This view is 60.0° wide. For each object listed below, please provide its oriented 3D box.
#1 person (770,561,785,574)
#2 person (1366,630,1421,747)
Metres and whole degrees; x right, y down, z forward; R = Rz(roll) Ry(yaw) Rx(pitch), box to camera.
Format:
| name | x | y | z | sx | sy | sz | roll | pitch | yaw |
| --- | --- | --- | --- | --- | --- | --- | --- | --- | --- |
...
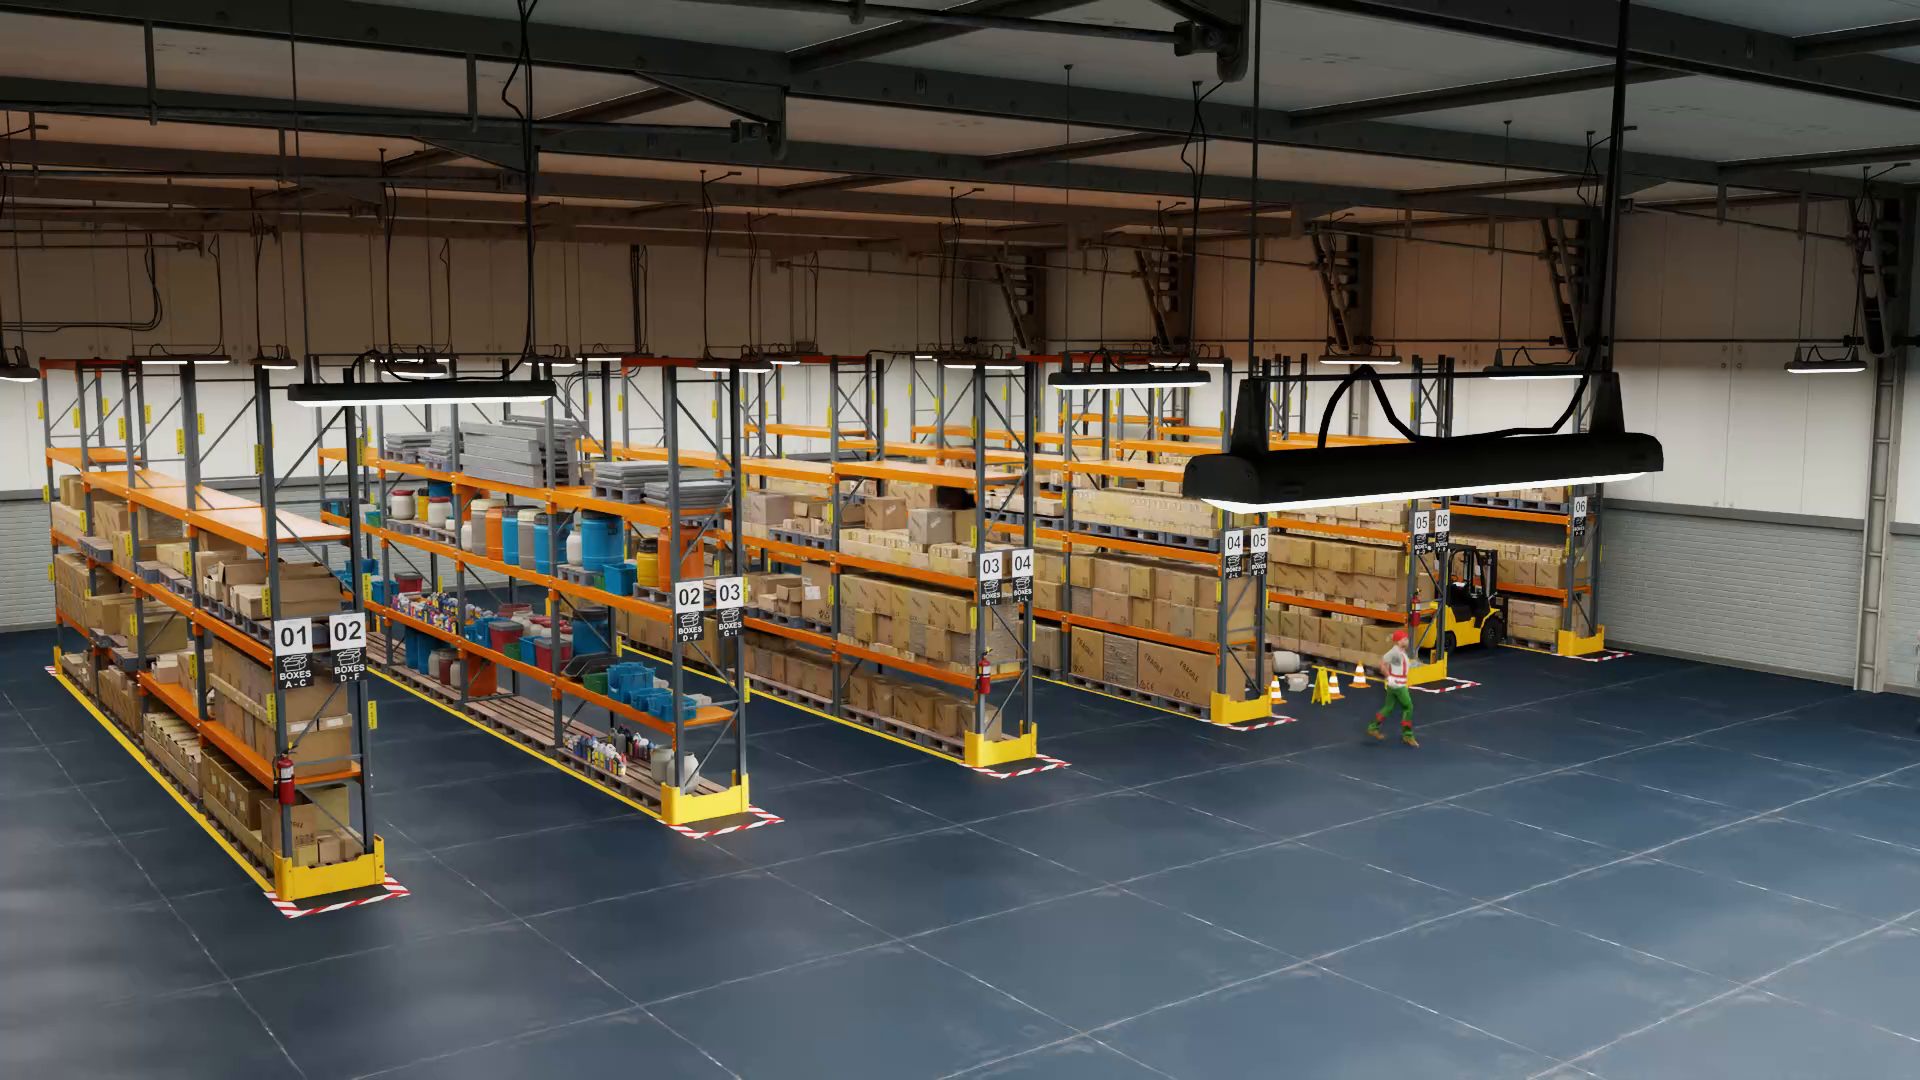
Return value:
| name | x | y | z | sx | sy | sz | roll | pitch | yaw |
| --- | --- | --- | --- | --- | --- | --- | --- | --- | --- |
| person | -4.577 | 0.468 | 41.859 | 0.552 | 1.694 | 0.746 | 1 | 7 | 6 |
| person | 6.837 | 2.315 | 26.125 | 0.845 | 1.839 | 0.623 | 2 | 7 | 13 |
